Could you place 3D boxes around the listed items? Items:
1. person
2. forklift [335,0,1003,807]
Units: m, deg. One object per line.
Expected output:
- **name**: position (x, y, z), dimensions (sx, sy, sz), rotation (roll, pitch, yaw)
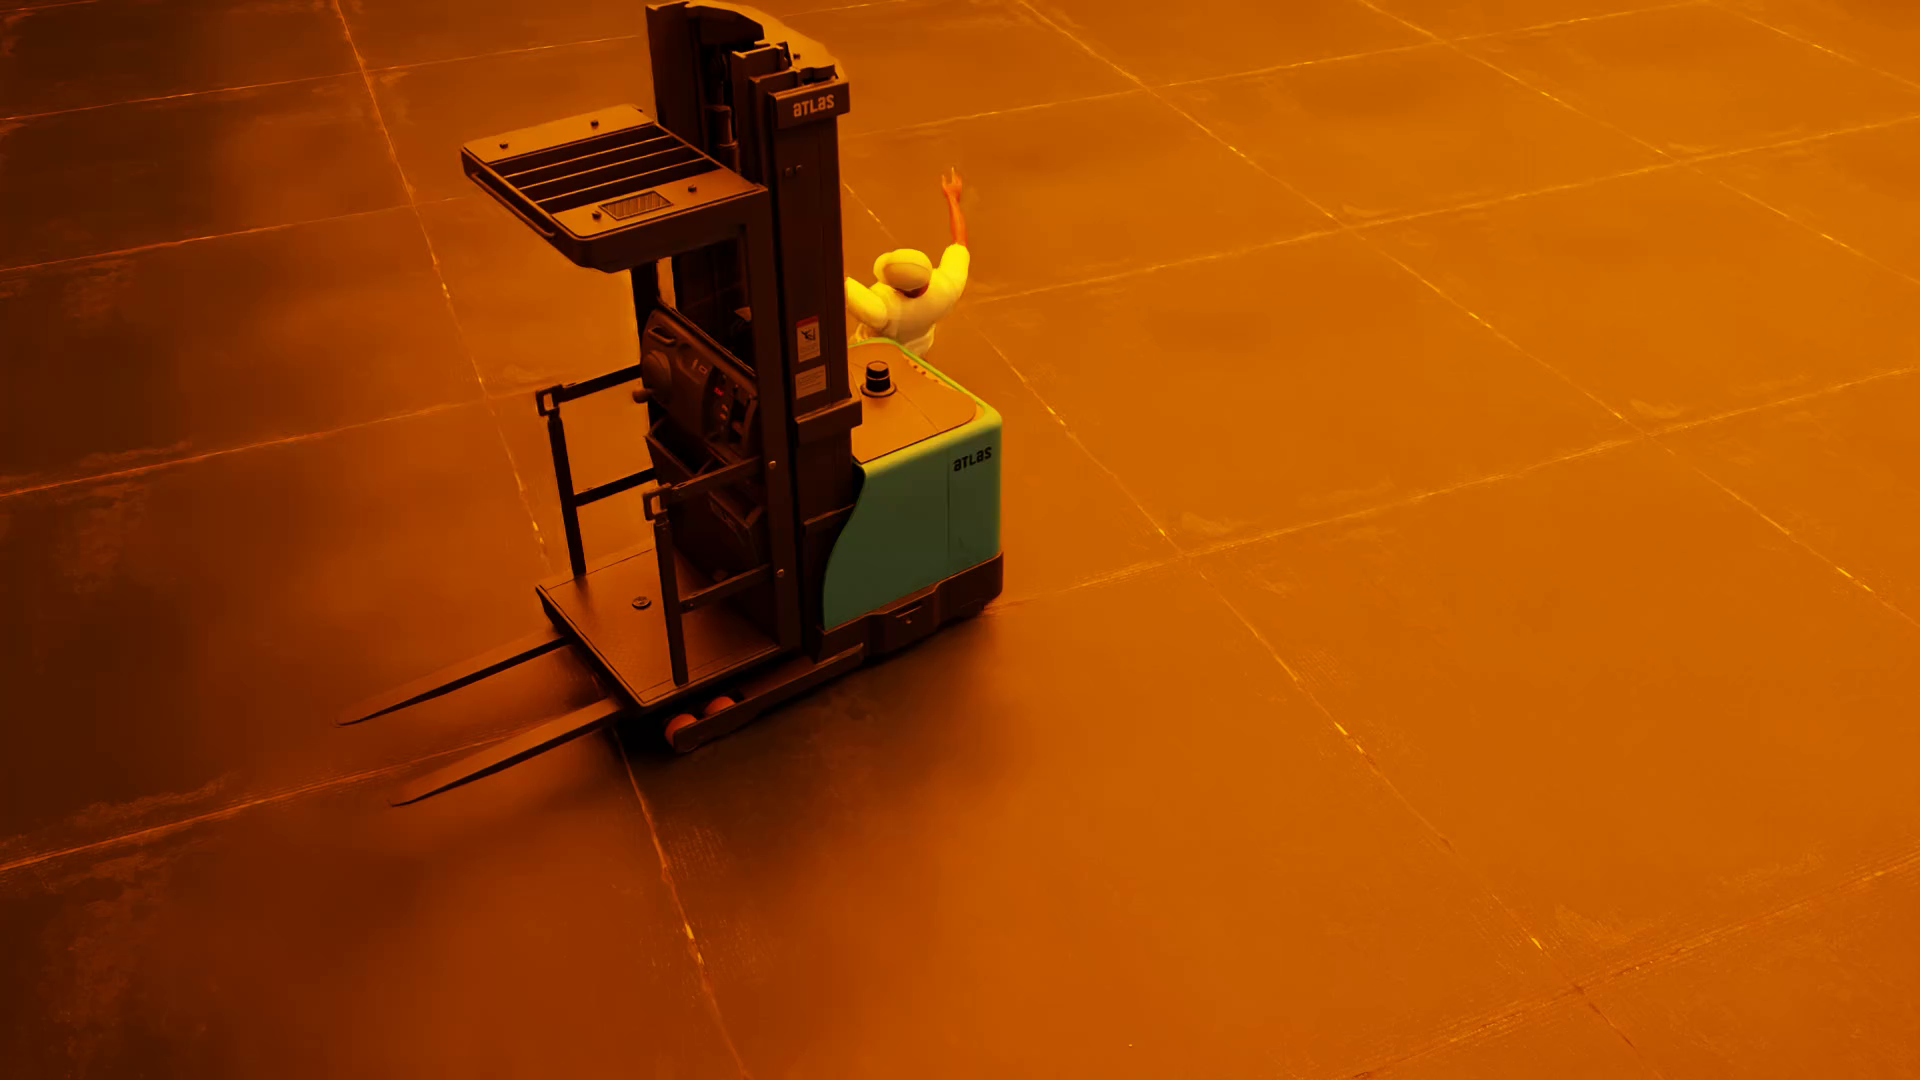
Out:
- **person**: position (-0.284, -1.082, 8.723), dimensions (1.042, 1.644, 0.741), rotation (-22, 41, -28)
- **forklift**: position (-1.278, -0.611, 6.958), dimensions (3.031, 2.935, 1.130), rotation (-23, 41, -29)
